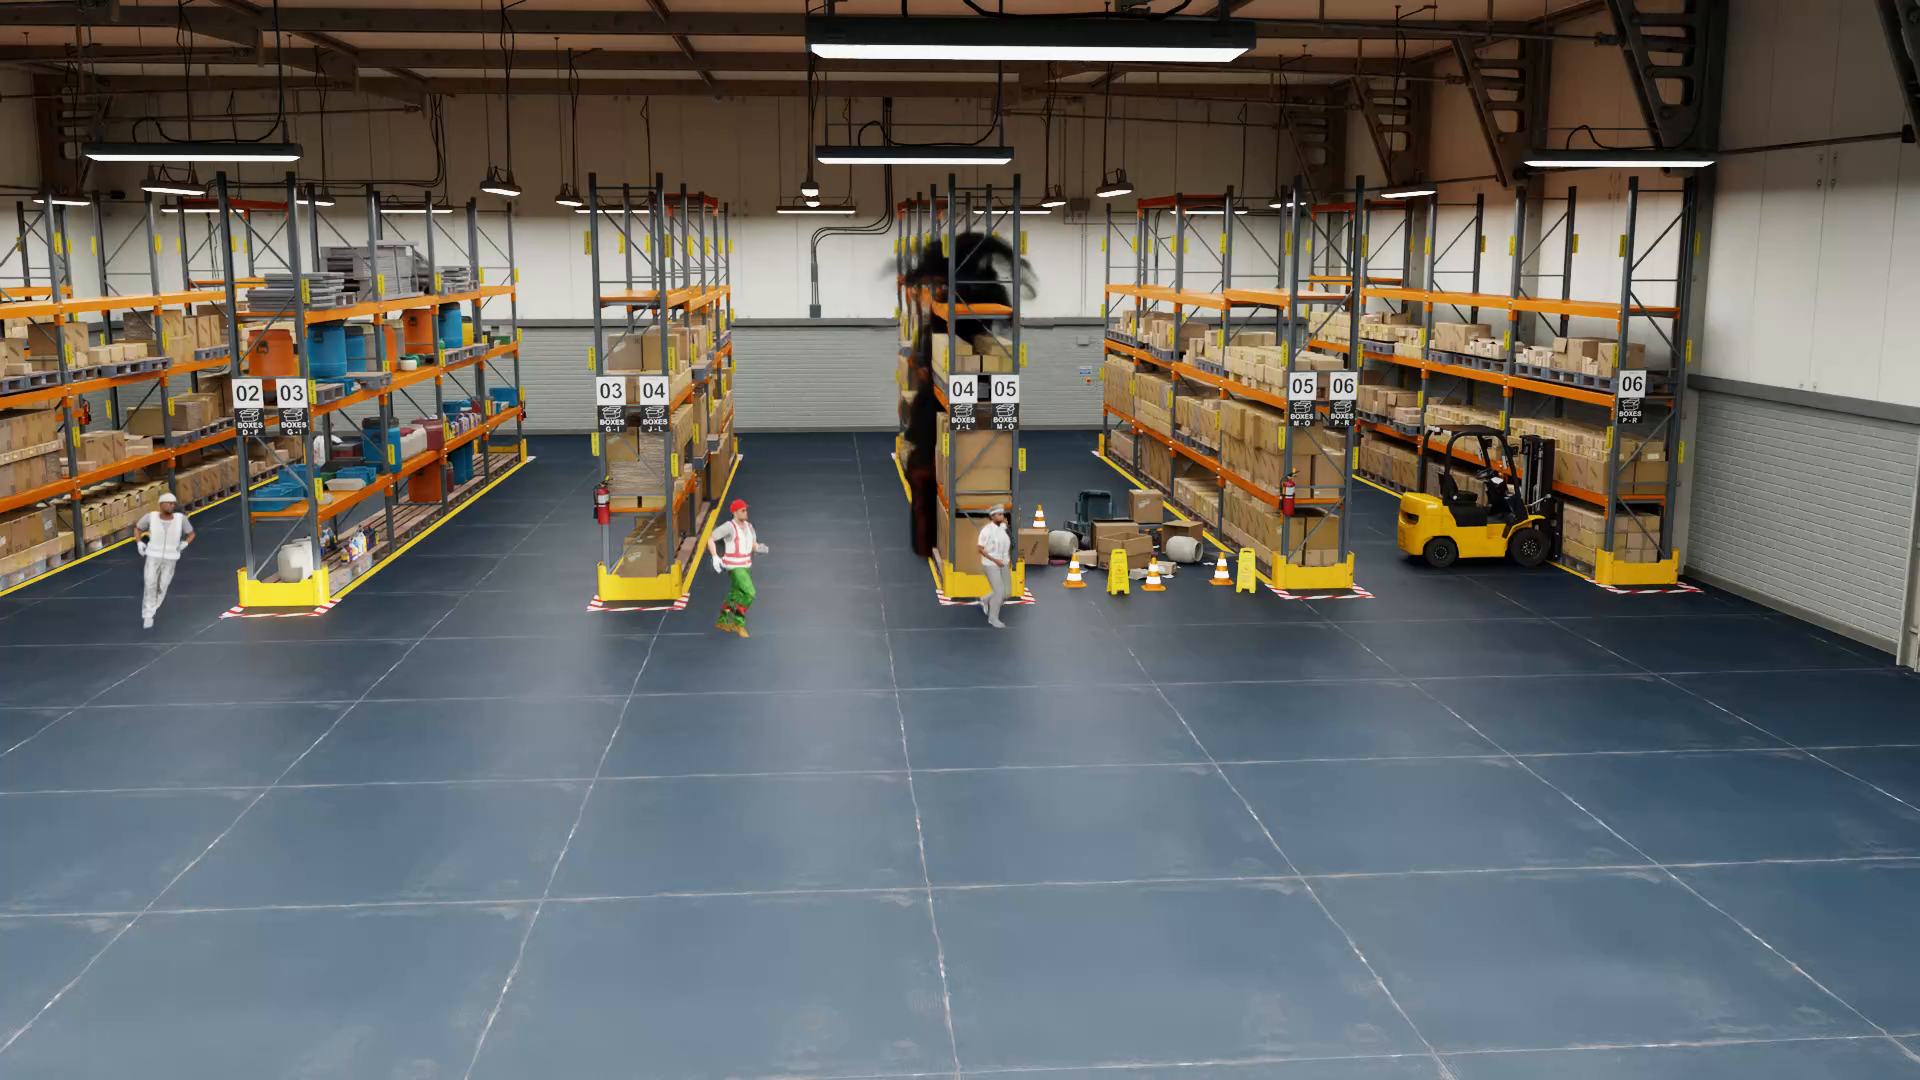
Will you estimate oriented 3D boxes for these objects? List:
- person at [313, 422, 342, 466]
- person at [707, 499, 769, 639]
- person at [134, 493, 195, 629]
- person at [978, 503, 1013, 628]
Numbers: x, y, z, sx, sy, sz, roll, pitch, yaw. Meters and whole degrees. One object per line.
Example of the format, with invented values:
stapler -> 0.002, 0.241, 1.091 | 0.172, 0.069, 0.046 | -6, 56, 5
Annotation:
person -> -12.002, -1.397, 31.608 | 0.660, 1.732, 0.626 | -2, 10, -11
person -> -2.847, 0.376, 21.444 | 0.821, 1.812, 0.645 | 5, 11, 26
person -> -10.726, 0.239, 22.464 | 0.768, 1.755, 0.853 | -6, 12, -30
person -> 0.455, 0.320, 22.157 | 0.600, 1.660, 0.606 | 9, 14, 43
